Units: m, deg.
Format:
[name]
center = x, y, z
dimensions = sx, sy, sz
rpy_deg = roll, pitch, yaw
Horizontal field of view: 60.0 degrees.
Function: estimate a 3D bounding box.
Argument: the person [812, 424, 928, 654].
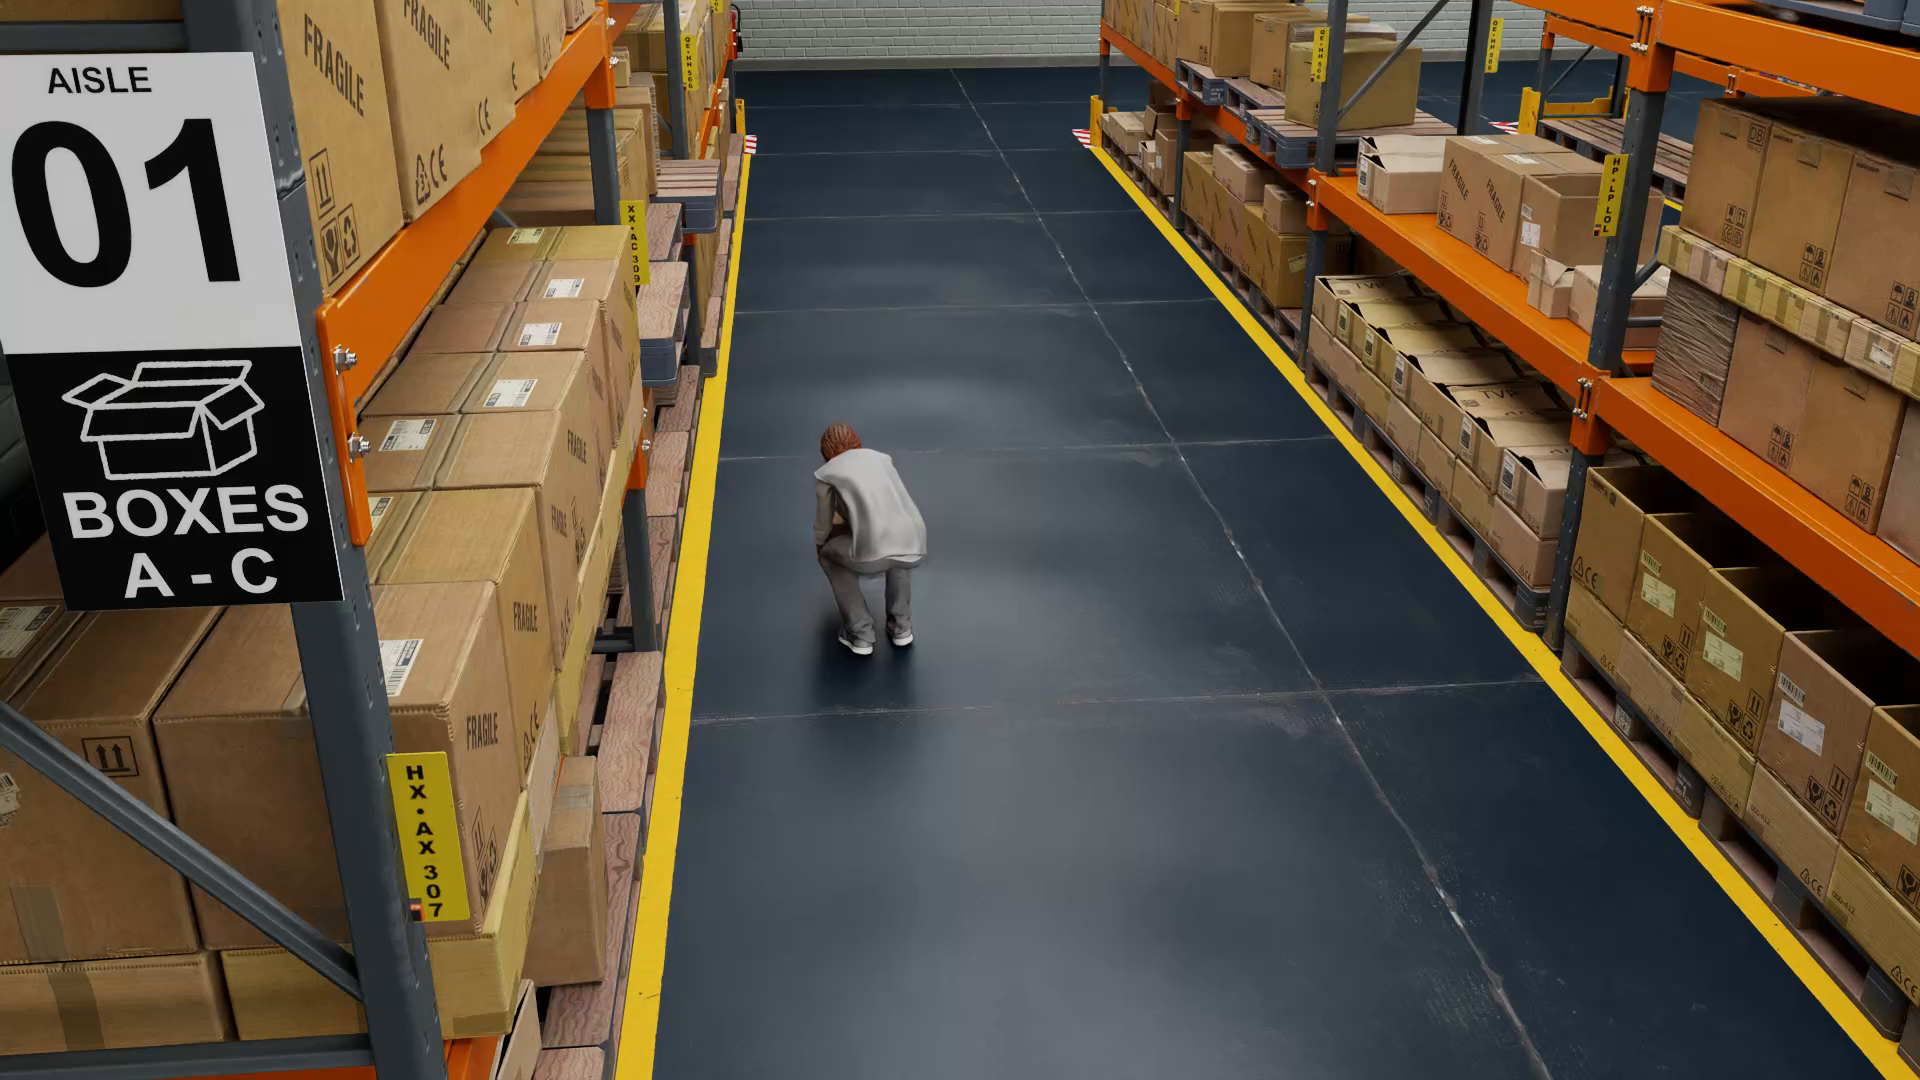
[person]
center = -0.416, 0.006, 7.469
dimensions = 0.421, 0.892, 0.859
rpy_deg = -8, 25, -18
